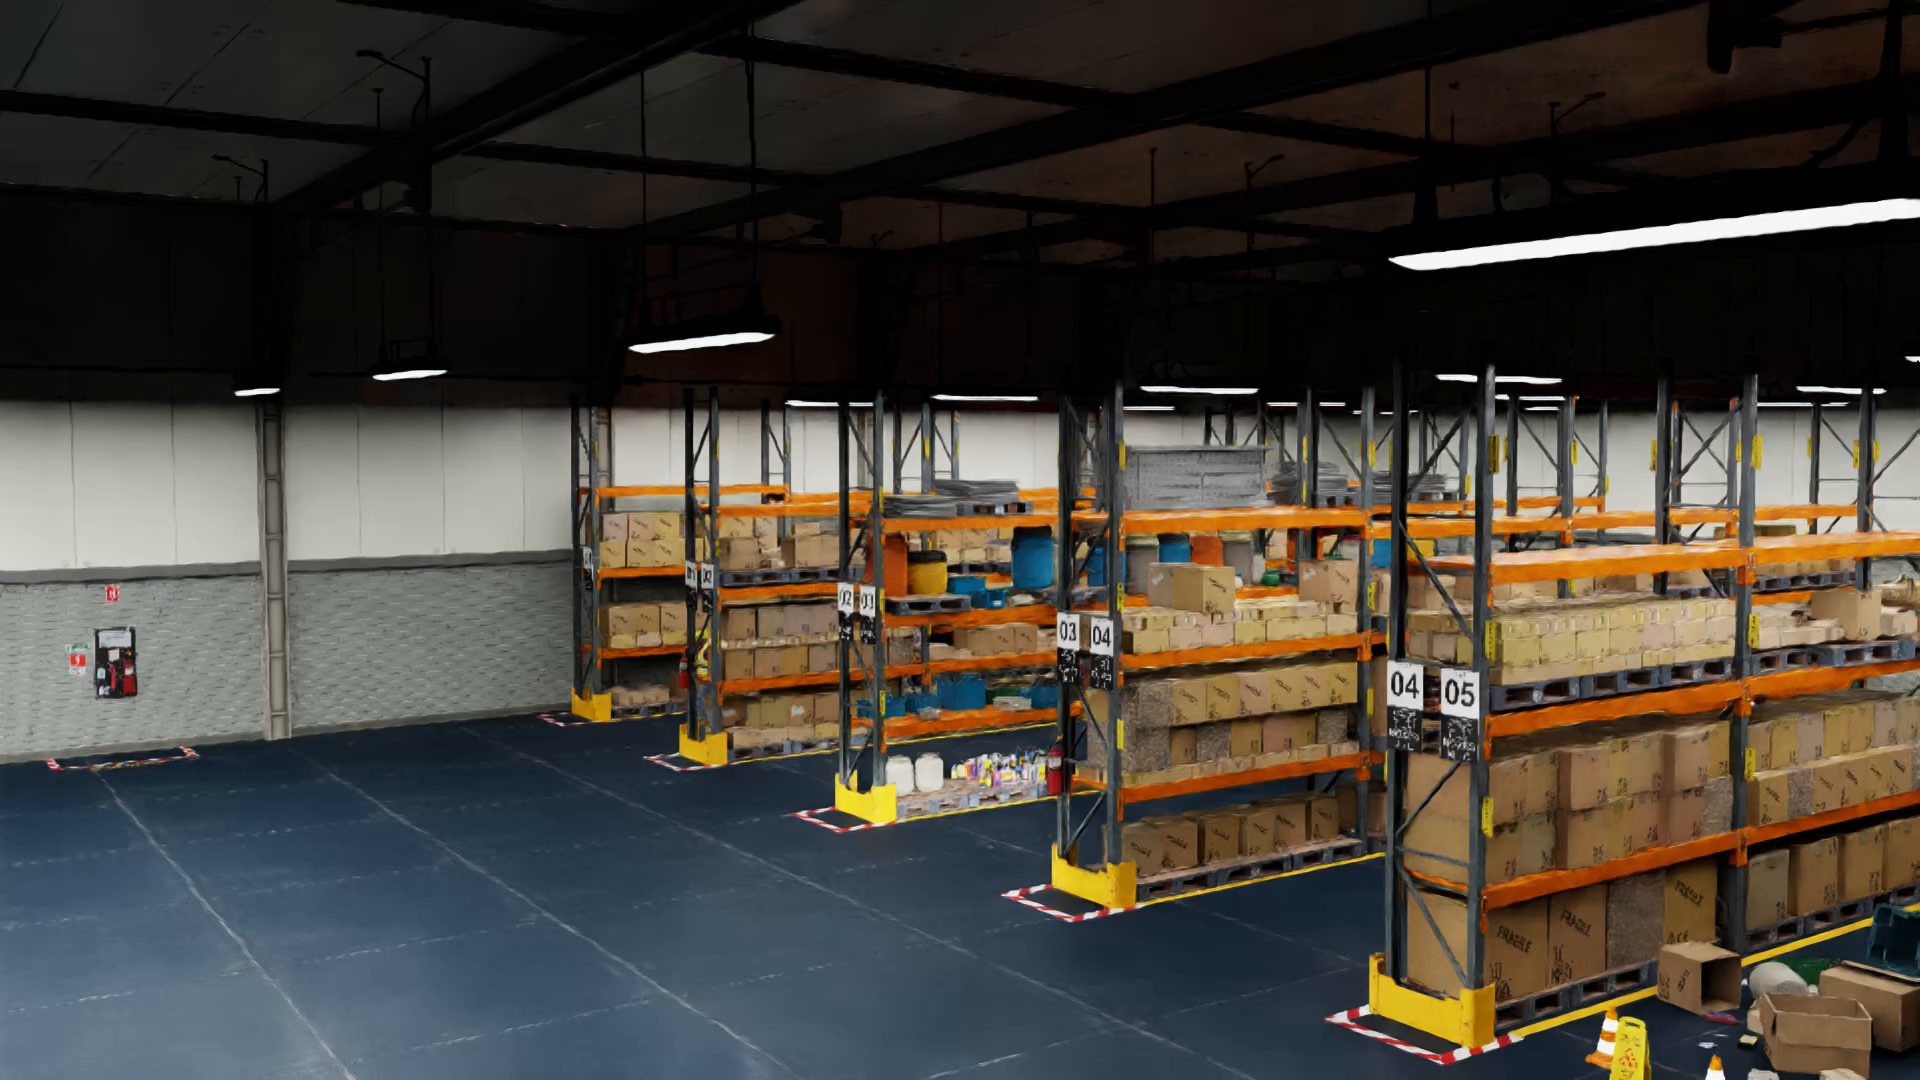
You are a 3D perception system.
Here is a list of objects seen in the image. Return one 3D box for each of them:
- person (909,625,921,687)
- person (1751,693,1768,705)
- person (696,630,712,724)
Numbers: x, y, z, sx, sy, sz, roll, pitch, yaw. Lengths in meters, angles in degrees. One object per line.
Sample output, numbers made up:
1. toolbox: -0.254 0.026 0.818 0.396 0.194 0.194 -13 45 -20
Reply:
1. person: -0.775 2.351 32.886 0.445 1.657 0.577 2 4 30
2. person: 11.342 2.880 23.568 1.122 1.706 0.566 -2 4 -32
3. person: -4.640 2.483 30.381 0.830 1.702 0.738 -2 4 -29
